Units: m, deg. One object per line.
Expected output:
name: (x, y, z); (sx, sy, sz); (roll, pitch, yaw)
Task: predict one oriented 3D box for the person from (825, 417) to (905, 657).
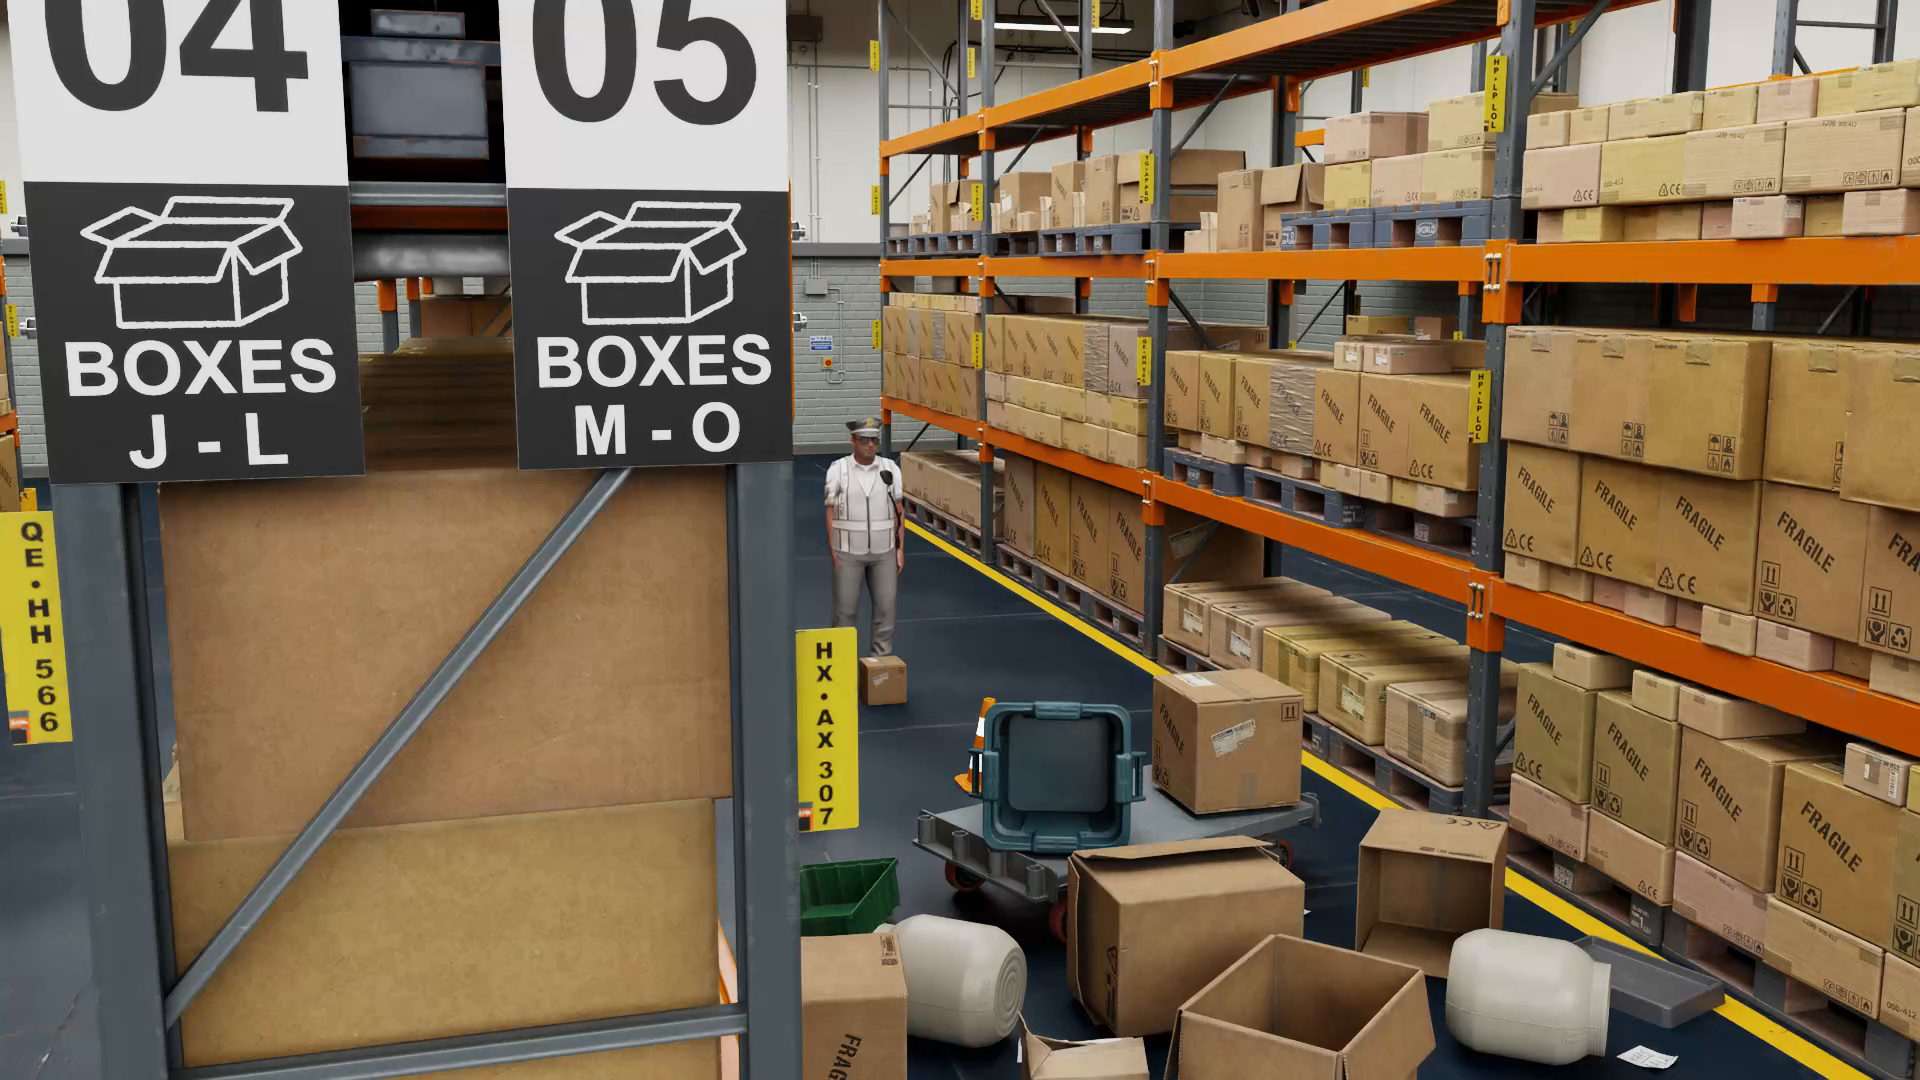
person: (-0.610, 0.087, 10.903); (0.527, 1.798, 0.392); (-2, 9, -15)
